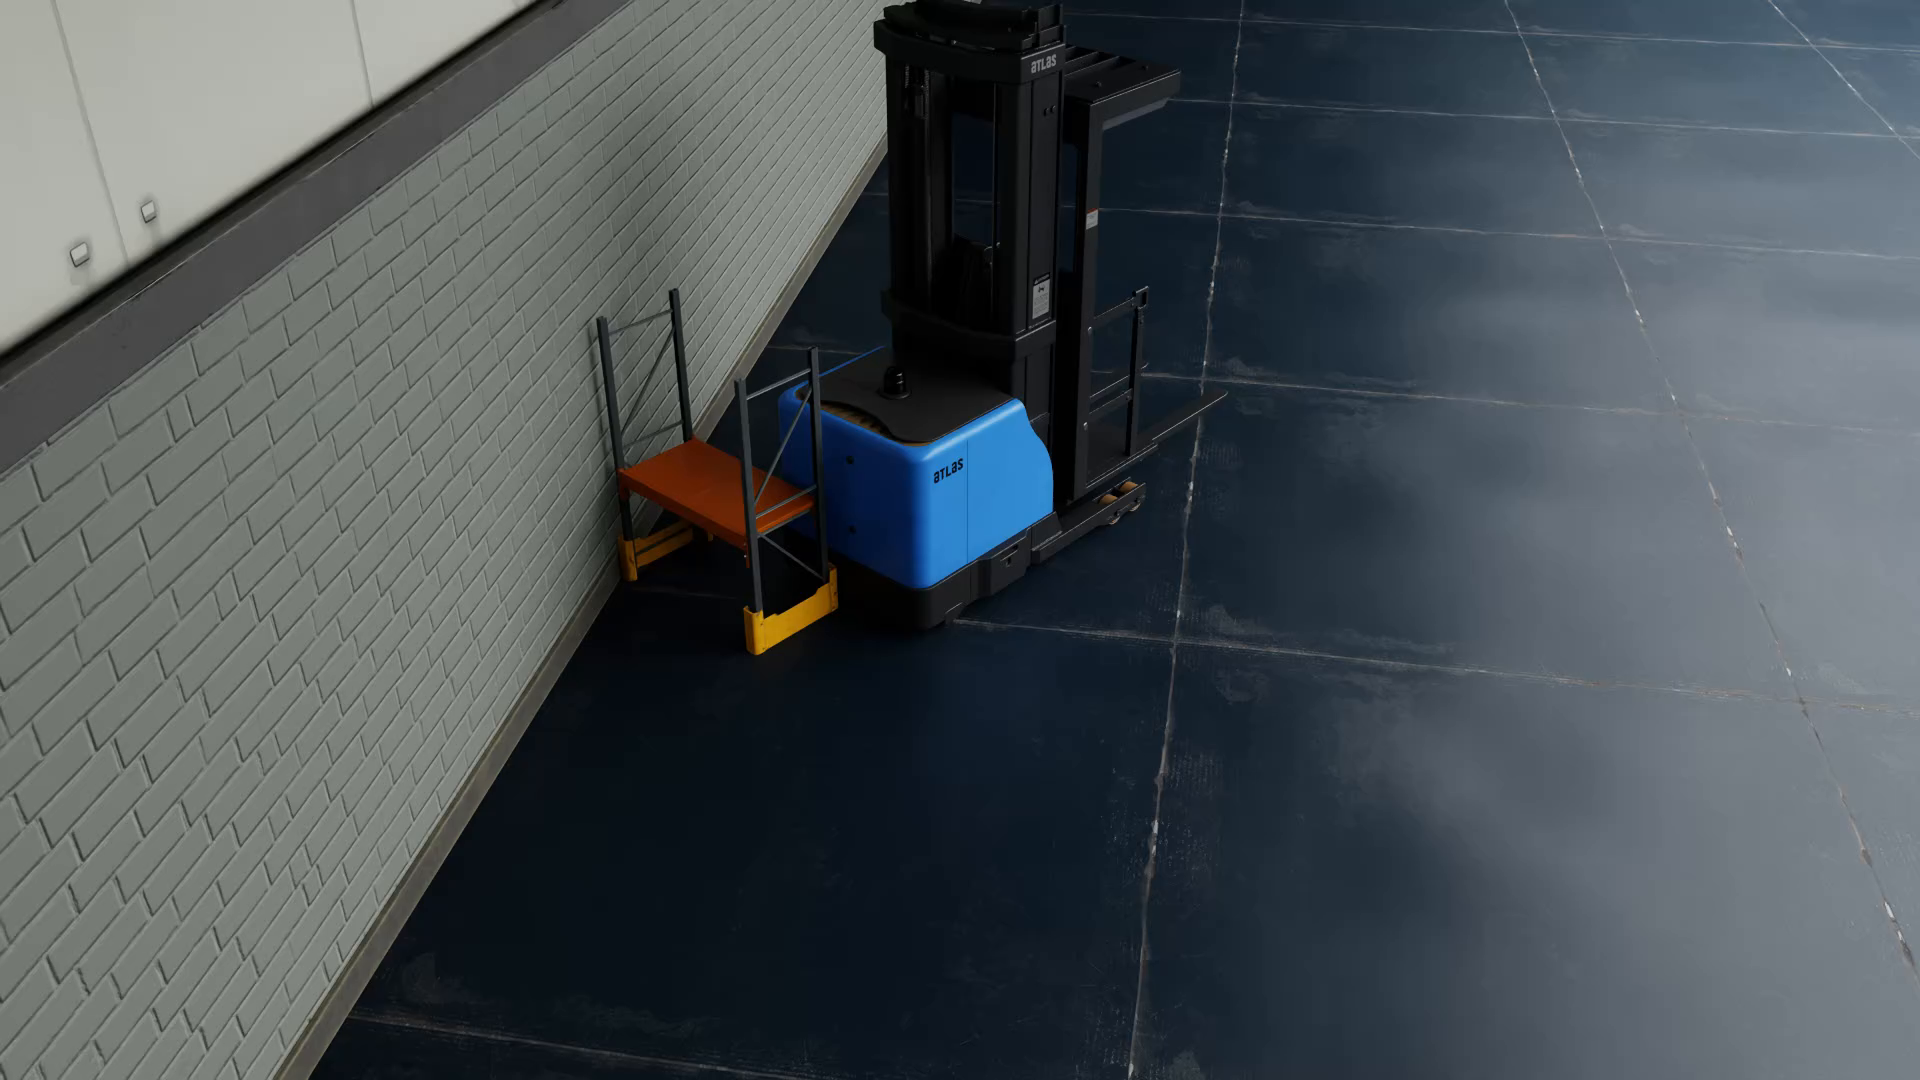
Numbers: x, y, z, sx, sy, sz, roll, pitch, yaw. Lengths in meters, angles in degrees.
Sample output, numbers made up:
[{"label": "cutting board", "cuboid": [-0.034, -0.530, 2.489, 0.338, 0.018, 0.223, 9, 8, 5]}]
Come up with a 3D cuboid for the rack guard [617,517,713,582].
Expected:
[{"label": "rack guard", "cuboid": [-1.594, -0.009, 9.029, 0.087, 0.250, 0.587, 26, 40, 35]}]

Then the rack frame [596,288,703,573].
[{"label": "rack frame", "cuboid": [-1.609, -0.546, 8.708, 0.032, 1.500, 0.500, 26, 40, 35]}]

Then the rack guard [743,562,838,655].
[{"label": "rack guard", "cuboid": [-0.854, 0.345, 8.463, 0.087, 0.250, 0.587, 26, 40, 35]}]

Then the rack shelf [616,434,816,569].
[{"label": "rack shelf", "cuboid": [-1.231, -0.213, 8.515, 1.000, 0.185, 0.538, 26, 40, 35]}]

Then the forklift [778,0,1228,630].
[{"label": "forklift", "cuboid": [0.412, -1.490, 8.868, 1.130, 2.935, 3.031, 25, 40, 34]}]

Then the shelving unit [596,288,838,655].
[{"label": "shelving unit", "cuboid": [-1.224, -0.362, 8.414, 1.083, 1.500, 0.587, 26, 40, 35]}]

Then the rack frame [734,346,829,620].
[{"label": "rack frame", "cuboid": [-0.854, -0.184, 8.131, 0.032, 1.500, 0.500, 26, 40, 35]}]
